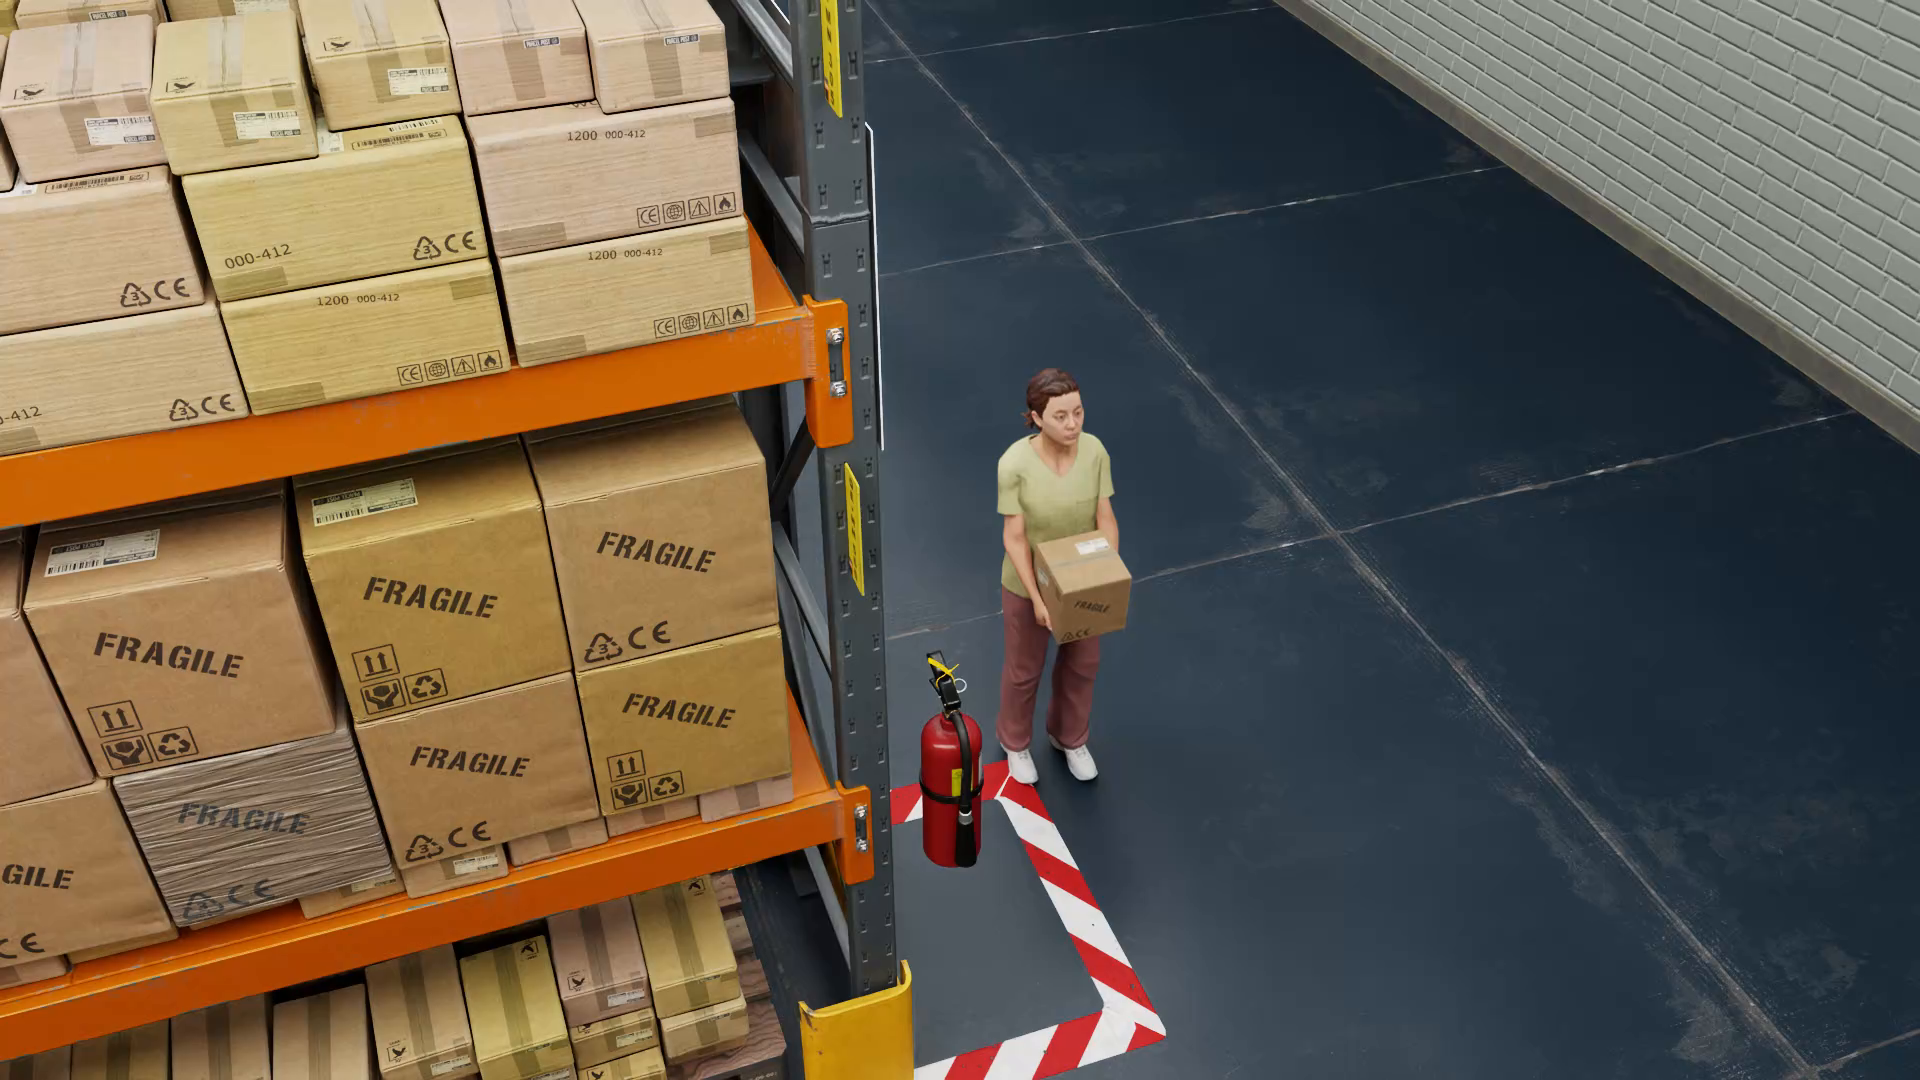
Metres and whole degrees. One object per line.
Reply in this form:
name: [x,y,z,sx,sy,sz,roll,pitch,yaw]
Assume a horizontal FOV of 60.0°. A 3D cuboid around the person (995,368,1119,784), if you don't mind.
person: [0.355,0.181,5.924,0.433,1.666,0.549,-12,39,-15]
